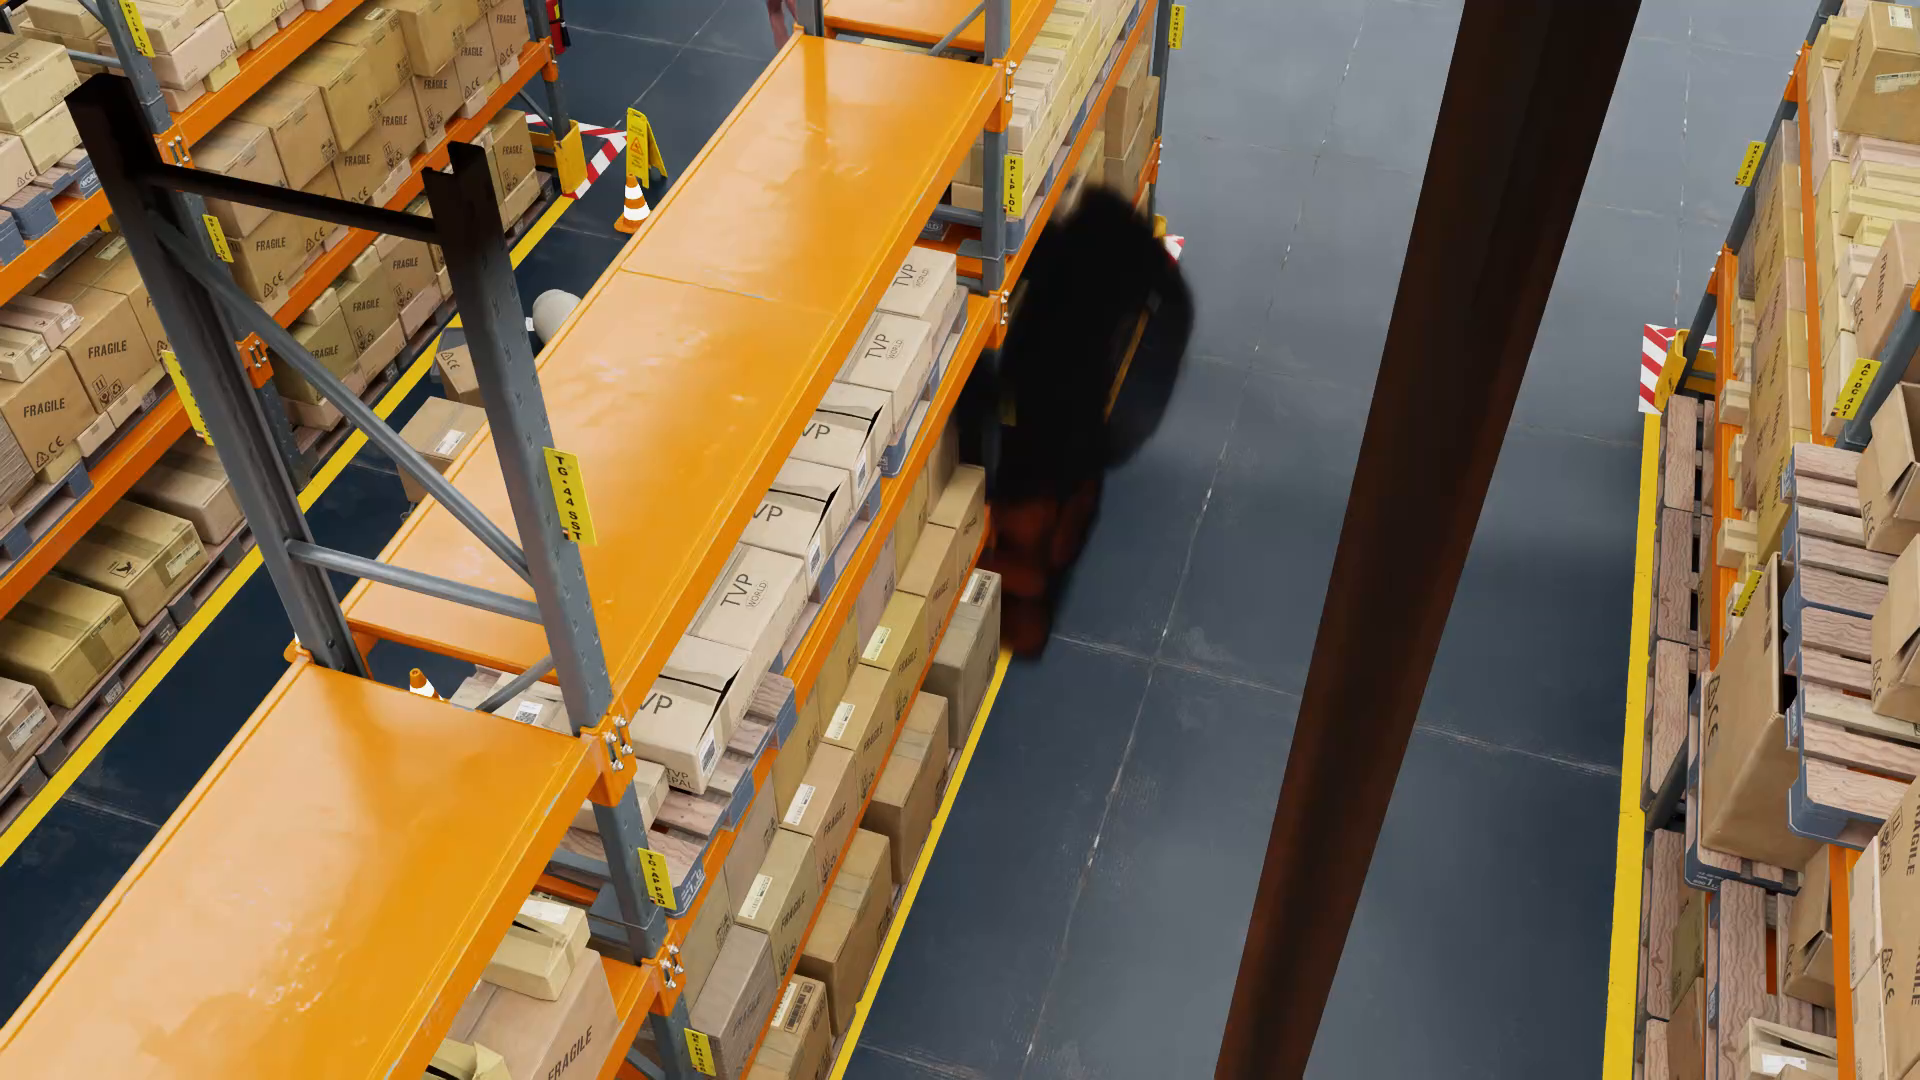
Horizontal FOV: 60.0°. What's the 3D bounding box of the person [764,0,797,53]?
[{"bbox_3d":[-1.600,-4.894,14.787,0.640,1.610,0.725,-1,46,-1],"label":"person"}]
